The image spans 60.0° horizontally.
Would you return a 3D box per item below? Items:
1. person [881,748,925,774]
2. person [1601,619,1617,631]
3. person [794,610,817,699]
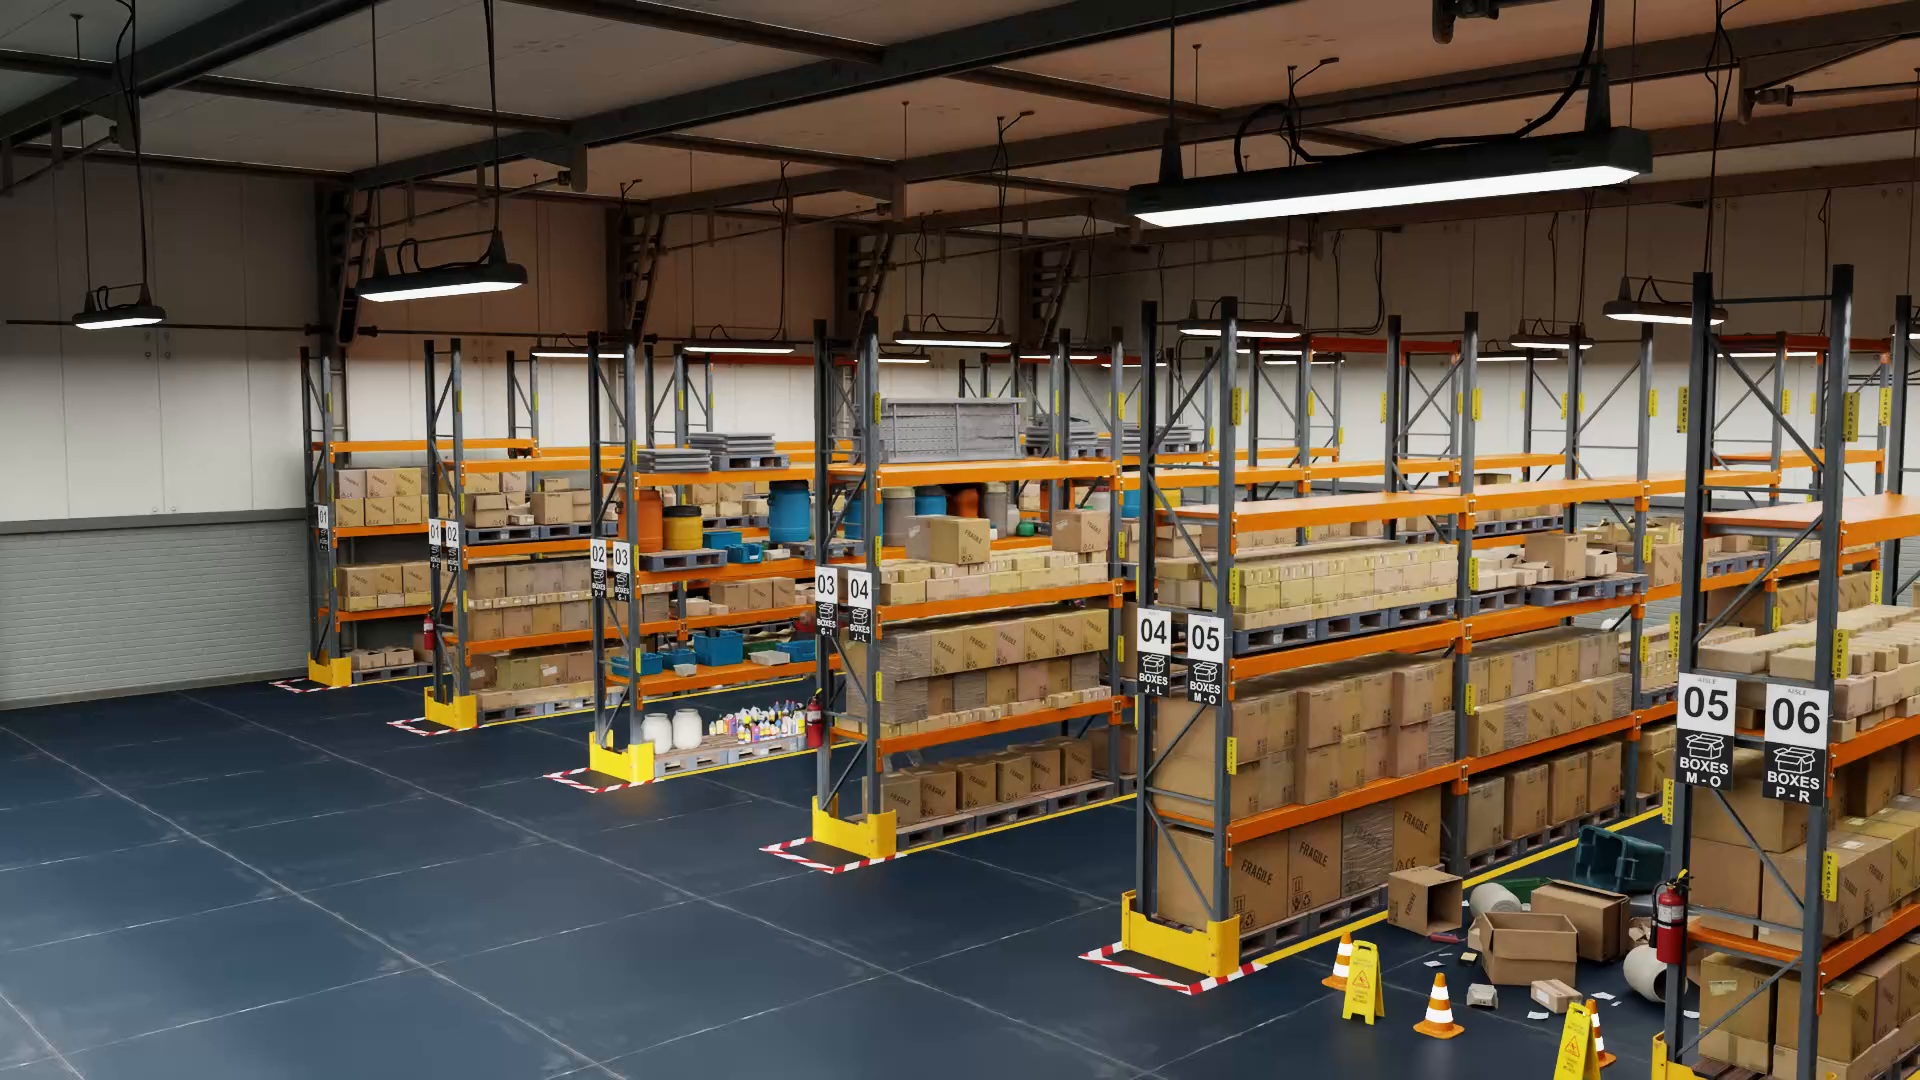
[{"bbox_3d":[-0.768,2.411,22.154,0.864,1.625,0.544,-4,6,-37],"label":"person"},{"bbox_3d":[10.020,2.051,25.546,0.738,1.714,0.651,-3,6,-28],"label":"person"},{"bbox_3d":[-2.516,1.926,28.226,0.690,1.553,0.856,3,6,27],"label":"person"}]
